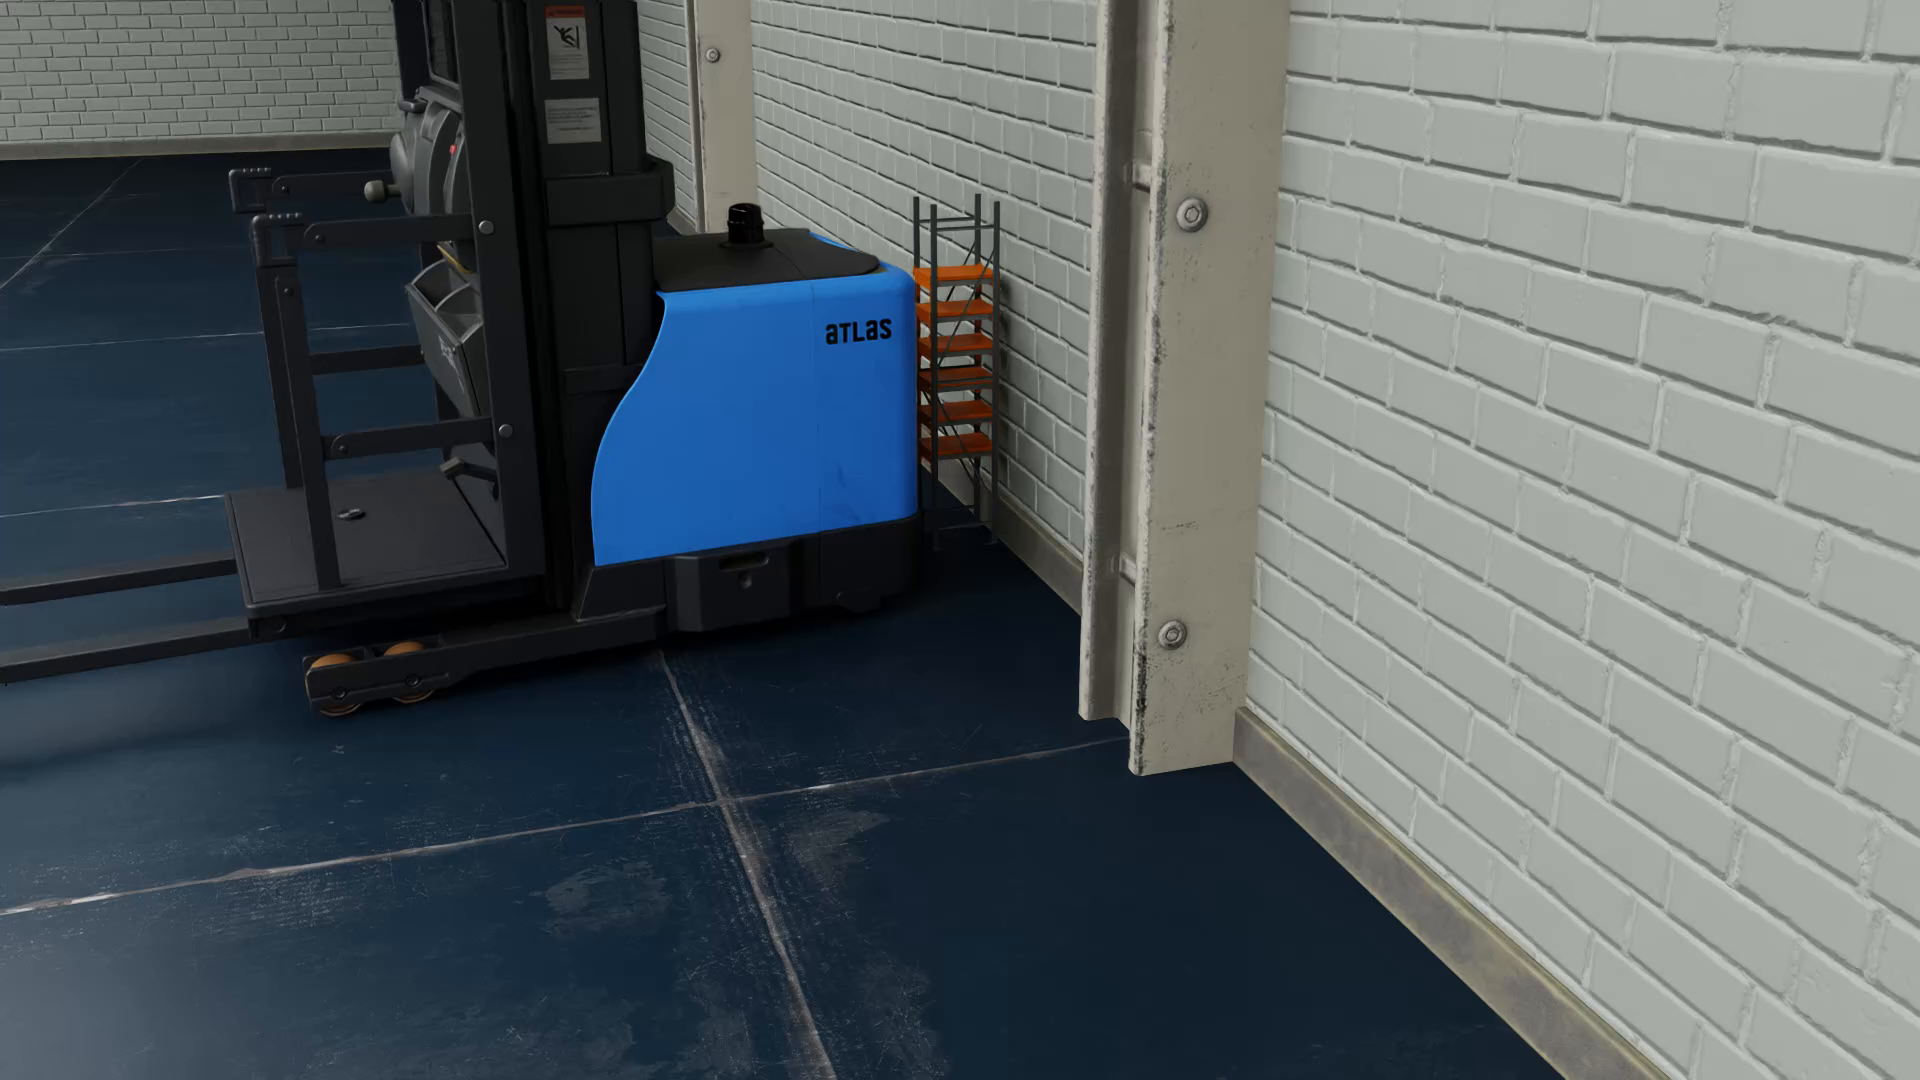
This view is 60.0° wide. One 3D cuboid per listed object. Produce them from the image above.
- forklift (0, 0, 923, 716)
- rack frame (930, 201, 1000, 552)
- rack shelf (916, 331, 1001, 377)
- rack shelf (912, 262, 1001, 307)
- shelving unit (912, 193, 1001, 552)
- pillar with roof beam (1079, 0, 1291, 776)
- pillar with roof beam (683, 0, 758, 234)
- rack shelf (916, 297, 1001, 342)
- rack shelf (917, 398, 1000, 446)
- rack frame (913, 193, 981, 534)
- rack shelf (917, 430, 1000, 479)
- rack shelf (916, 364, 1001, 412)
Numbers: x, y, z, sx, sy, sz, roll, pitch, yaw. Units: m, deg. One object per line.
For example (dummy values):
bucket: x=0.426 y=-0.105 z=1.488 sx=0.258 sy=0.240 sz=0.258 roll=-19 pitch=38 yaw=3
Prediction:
forklift: x=-1.676 y=-1.099 z=4.642 sx=3.031 sy=2.935 sz=1.130 roll=-9 pitch=22 yaw=-24
rack frame: x=0.018 y=-0.538 z=5.641 sx=0.240 sy=1.200 sz=0.006 roll=-7 pitch=21 yaw=-18
rack shelf: x=-0.013 y=-0.639 z=5.696 sx=0.258 sy=0.103 sz=0.180 roll=-7 pitch=21 yaw=-18
rack shelf: x=-0.013 y=-0.865 z=5.615 sx=0.258 sy=0.103 sz=0.180 roll=-7 pitch=21 yaw=-18
shelving unit: x=-0.013 y=-0.568 z=5.722 sx=0.258 sy=1.200 sz=0.189 roll=-7 pitch=21 yaw=-18
pillar with roof beam: x=-3.553 y=-3.255 z=1.667 sx=9.100 sy=9.000 sz=0.400 roll=-6 pitch=21 yaw=-17
pillar with roof beam: x=-5.439 y=-5.181 z=7.028 sx=9.100 sy=9.000 sz=0.400 roll=-6 pitch=21 yaw=-17
rack shelf: x=-0.013 y=-0.752 z=5.656 sx=0.258 sy=0.103 sz=0.180 roll=-7 pitch=21 yaw=-18
rack shelf: x=-0.013 y=-0.413 z=5.778 sx=0.258 sy=0.103 sz=0.180 roll=-7 pitch=21 yaw=-18
rack frame: x=-0.043 y=-0.597 z=5.803 sx=0.240 sy=1.200 sz=0.006 roll=-7 pitch=21 yaw=-18
rack shelf: x=-0.013 y=-0.300 z=5.818 sx=0.258 sy=0.103 sz=0.180 roll=-7 pitch=21 yaw=-18
rack shelf: x=-0.013 y=-0.526 z=5.737 sx=0.258 sy=0.103 sz=0.180 roll=-7 pitch=21 yaw=-18
